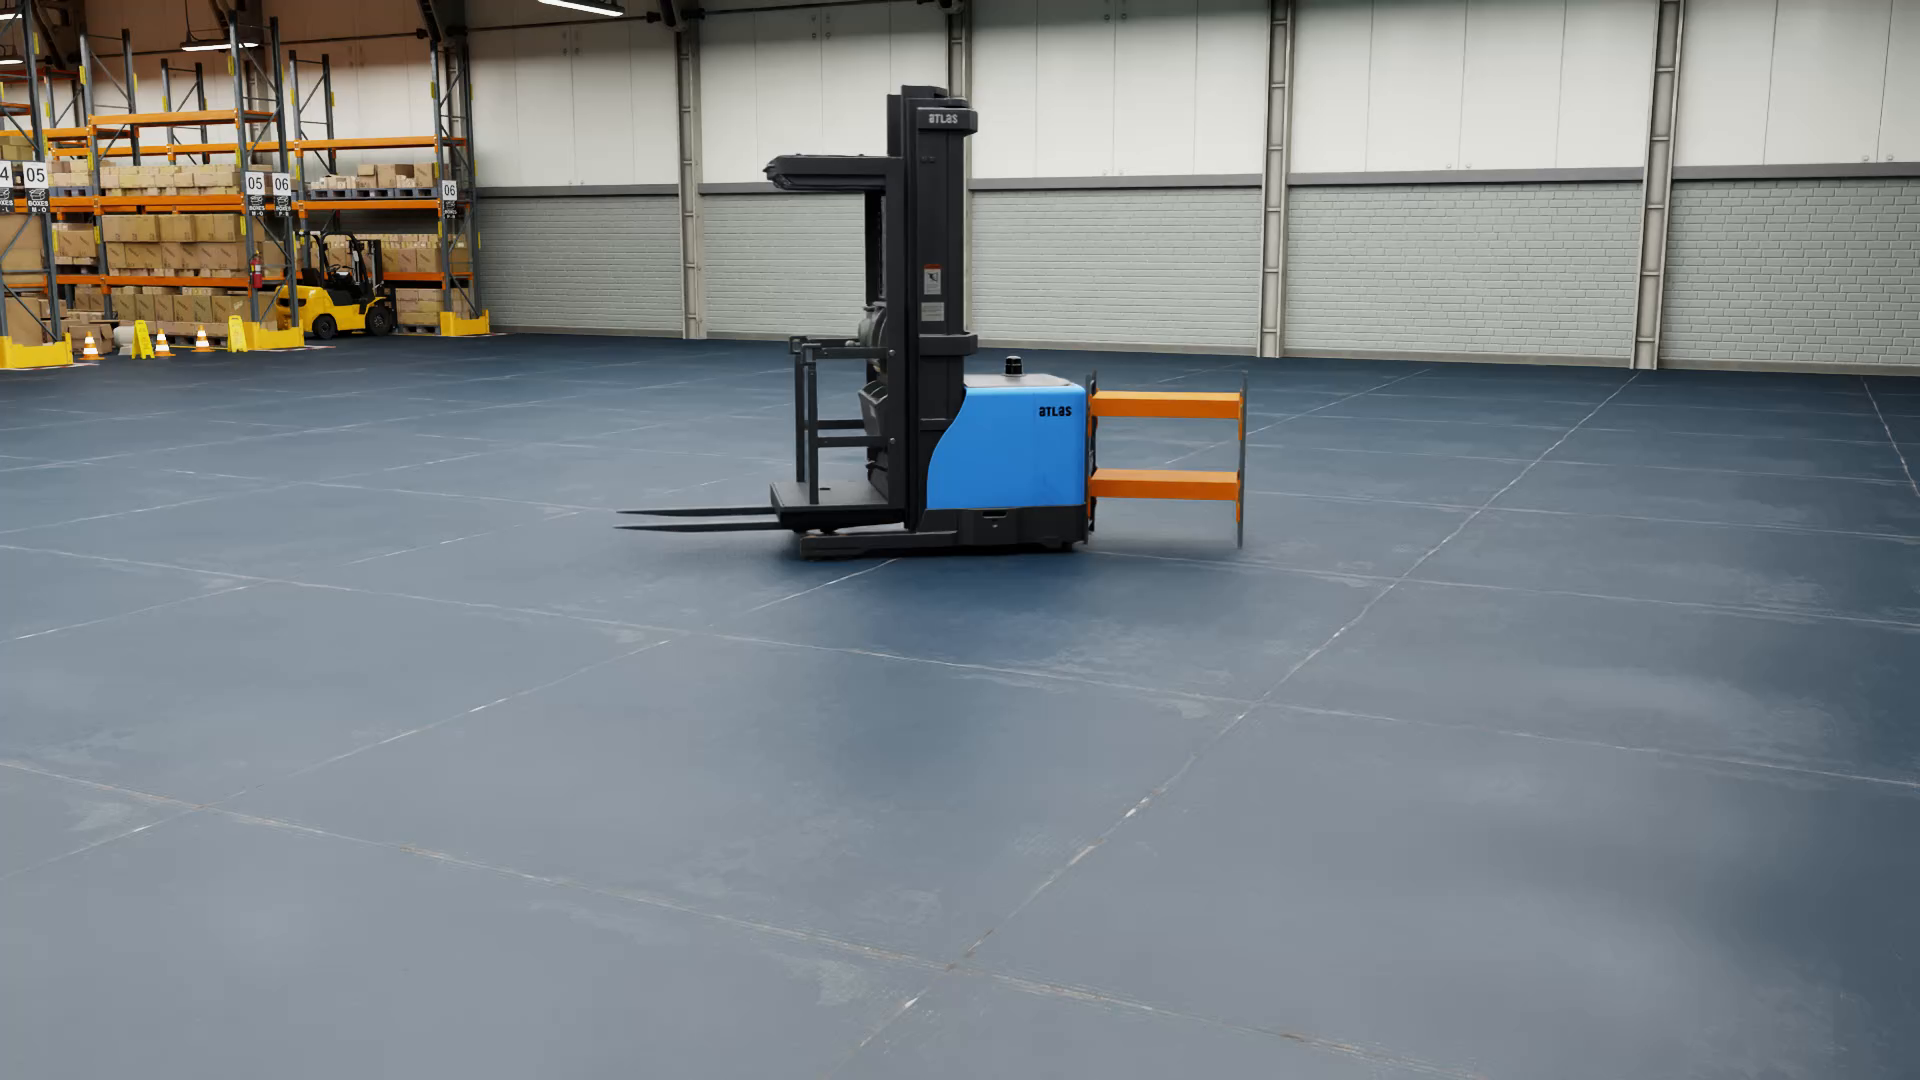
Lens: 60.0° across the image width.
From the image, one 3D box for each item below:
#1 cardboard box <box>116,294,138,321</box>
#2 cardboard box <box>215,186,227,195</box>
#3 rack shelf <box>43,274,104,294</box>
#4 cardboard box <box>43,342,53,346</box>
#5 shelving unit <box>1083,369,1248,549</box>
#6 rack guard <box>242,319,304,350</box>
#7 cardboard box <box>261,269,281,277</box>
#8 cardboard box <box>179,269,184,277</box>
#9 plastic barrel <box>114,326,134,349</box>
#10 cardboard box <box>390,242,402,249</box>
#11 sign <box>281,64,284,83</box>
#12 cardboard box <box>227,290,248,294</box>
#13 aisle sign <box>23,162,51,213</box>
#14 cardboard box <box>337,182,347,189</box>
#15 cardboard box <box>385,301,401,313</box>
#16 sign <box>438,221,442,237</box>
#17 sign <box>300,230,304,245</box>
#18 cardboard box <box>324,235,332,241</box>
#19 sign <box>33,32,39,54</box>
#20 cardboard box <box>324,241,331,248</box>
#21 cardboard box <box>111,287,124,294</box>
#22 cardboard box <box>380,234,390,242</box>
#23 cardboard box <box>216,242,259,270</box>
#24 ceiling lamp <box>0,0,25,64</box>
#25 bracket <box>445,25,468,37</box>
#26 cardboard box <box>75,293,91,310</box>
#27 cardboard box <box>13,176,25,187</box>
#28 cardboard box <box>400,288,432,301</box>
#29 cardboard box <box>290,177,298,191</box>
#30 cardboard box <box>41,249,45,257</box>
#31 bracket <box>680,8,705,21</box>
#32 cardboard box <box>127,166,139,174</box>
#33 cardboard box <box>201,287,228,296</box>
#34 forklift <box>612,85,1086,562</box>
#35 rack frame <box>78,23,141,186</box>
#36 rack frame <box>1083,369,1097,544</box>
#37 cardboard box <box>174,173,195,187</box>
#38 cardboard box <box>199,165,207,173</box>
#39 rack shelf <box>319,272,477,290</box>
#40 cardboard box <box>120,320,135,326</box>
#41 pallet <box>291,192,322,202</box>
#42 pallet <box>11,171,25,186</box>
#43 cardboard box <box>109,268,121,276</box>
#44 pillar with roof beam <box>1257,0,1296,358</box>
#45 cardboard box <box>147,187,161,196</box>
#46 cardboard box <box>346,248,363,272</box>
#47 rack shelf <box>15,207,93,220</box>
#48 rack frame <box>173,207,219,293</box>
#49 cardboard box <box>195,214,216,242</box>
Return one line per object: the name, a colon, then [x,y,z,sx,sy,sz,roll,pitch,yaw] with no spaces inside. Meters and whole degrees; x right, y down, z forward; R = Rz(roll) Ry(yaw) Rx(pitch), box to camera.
cardboard box: [-15.930,-4.516,32.194,0.500,0.500,0.500,6,12,29]
cardboard box: [-13.434,-6.418,30.550,0.250,0.149,0.380,5,11,26]
rack shelf: [-18.133,-5.186,33.483,4.000,0.370,1.077,5,11,26]
cardboard box: [-16.083,-3.397,29.256,0.258,0.266,0.396,7,13,36]
shelving unit: [1.379,-0.556,11.145,1.048,1.125,0.538,2,10,10]
rack guard: [-12.821,-3.843,31.062,0.348,0.500,1.175,5,11,26]
cardboard box: [-12.966,-5.004,31.159,0.250,0.149,0.380,5,11,26]
cardboard box: [-14.545,-5.063,31.486,0.250,0.149,0.380,5,11,26]
plastic barrel: [-15.275,-3.721,30.599,0.512,0.421,0.421,-4,11,-23]
cardboard box: [-11.920,-6.292,35.470,0.250,0.149,0.380,5,11,24]
sign: [-12.512,-8.605,30.661,0.005,0.325,0.100,5,11,26]
cardboard box: [-16.591,-5.427,38.284,0.625,0.625,0.875,5,12,28]
aisle sign: [-14.656,-5.590,26.397,0.004,0.787,0.394,5,11,26]
cardboard box: [-13.190,-7.639,35.841,0.250,0.149,0.380,5,12,28]
cardboard box: [-12.052,-5.027,35.721,0.500,0.250,0.500,5,11,25]
sign: [-10.812,-6.461,34.591,0.005,0.325,0.100,5,11,26]
sign: [-14.378,-6.619,36.351,0.005,0.325,0.100,5,11,26]
cardboard box: [-13.710,-6.614,36.417,0.250,0.149,0.380,5,11,27]
sign: [-14.601,-7.847,26.250,0.005,0.325,0.100,5,11,26]
cardboard box: [-13.744,-6.457,36.381,0.250,0.149,0.380,5,12,27]
cardboard box: [-20.140,-5.958,39.746,0.250,0.149,0.380,5,11,26]
cardboard box: [-12.163,-6.454,35.532,0.250,0.149,0.380,5,12,27]
cardboard box: [-13.361,-5.262,30.764,0.500,0.500,0.500,5,11,25]
ceiling lamp: [-21.542,-12.213,37.054,2.000,3.185,0.800,5,11,26]
bracket: [-10.570,-10.693,34.938,0.430,0.232,0.235,5,11,26]
cardboard box: [-20.987,-5.709,40.189,0.500,0.500,0.500,6,12,28]
cardboard box: [-18.546,-7.109,33.374,0.637,0.503,0.797,5,11,26]
cardboard box: [-11.571,-5.232,35.449,0.500,0.250,0.500,5,12,27]
cardboard box: [-14.904,-7.882,36.724,0.500,0.311,0.500,5,11,24]
cardboard box: [-18.231,-5.906,33.146,0.500,0.500,0.500,5,11,24]
bracket: [-5.189,-10.220,32.326,0.430,0.232,0.235,5,11,26]
cardboard box: [-15.499,-6.987,31.459,0.250,0.149,0.380,5,11,25]
cardboard box: [-13.945,-4.649,31.109,0.250,0.149,0.380,5,12,27]
forklift: [-0.745,-1.408,10.779,3.031,2.935,1.130,-2,10,-10]
rack frame: [-16.340,-8.335,32.014,0.127,3.000,1.000,5,11,26]
rack frame: [0.878,-0.572,11.230,0.032,1.125,0.500,2,10,10]
cardboard box: [-14.249,-6.693,30.953,0.500,0.250,0.500,5,12,27]
cardboard box: [-13.842,-6.863,30.774,0.250,0.149,0.380,5,11,26]
rack shelf: [-12.353,-5.664,36.123,4.000,0.370,1.077,5,11,26]
cardboard box: [-15.930,-4.147,32.260,0.500,0.250,0.500,4,11,23]
pallet: [-14.944,-7.625,37.052,1.217,0.209,0.805,5,11,24]
pallet: [-15.522,-5.758,26.449,1.213,0.211,1.003,5,11,26]
cardboard box: [-16.199,-5.183,32.150,0.250,0.149,0.380,5,11,26]
pillar with roof beam: [3.452,-6.905,24.116,0.400,9.000,9.100,5,11,26]
cardboard box: [-15.051,-6.556,31.312,0.250,0.149,0.380,5,11,25]
cardboard box: [-12.935,-6.070,36.066,0.500,0.500,0.500,5,11,25]
rack shelf: [-23.115,-8.086,41.081,4.000,0.370,1.077,5,11,26]
rack frame: [-17.734,-6.491,38.671,0.127,3.000,1.000,5,11,26]
cardboard box: [-13.758,-5.801,30.939,0.500,0.500,0.700,5,11,26]
